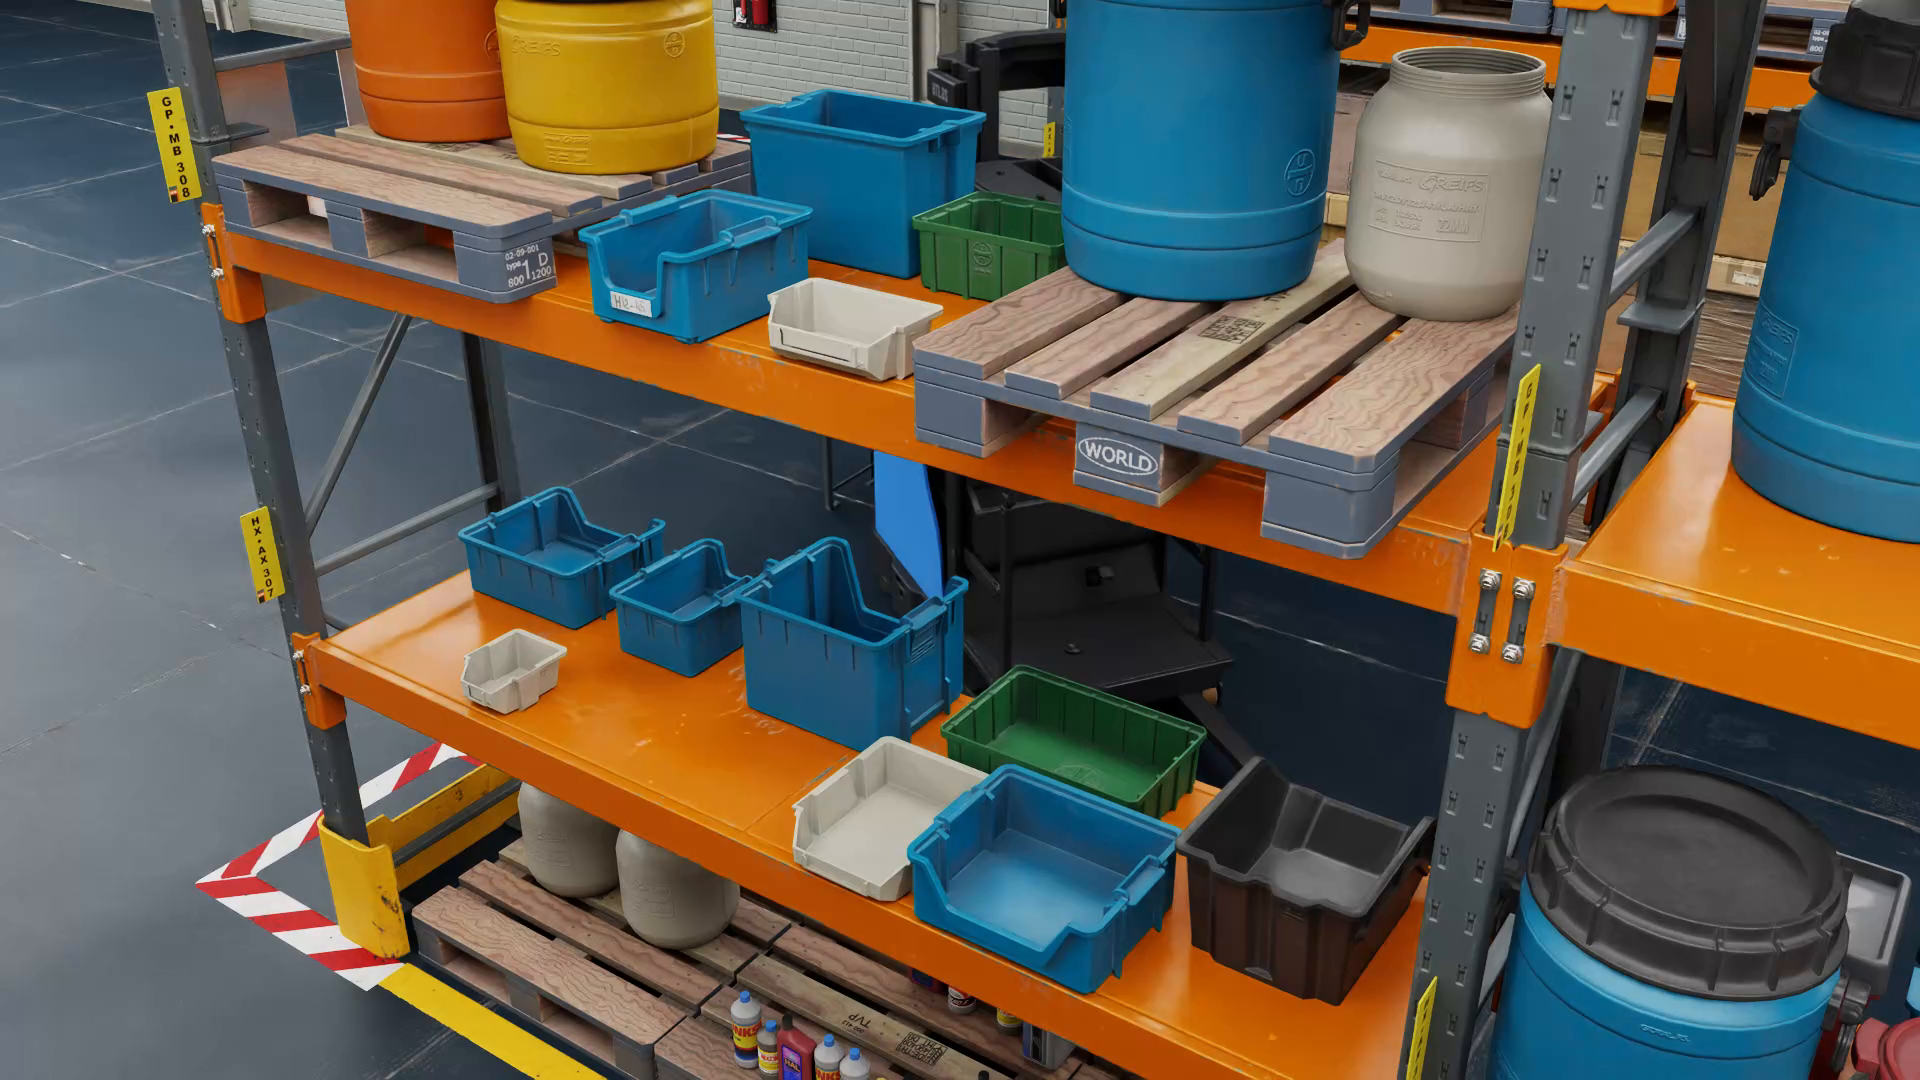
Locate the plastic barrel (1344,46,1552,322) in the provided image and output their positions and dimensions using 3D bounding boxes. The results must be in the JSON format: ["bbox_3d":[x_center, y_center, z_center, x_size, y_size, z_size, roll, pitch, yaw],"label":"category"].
[{"bbox_3d":[1.048,-0.760,3.543,0.421,0.512,0.421,0,27,0],"label":"plastic barrel"}]

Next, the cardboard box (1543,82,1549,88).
[{"bbox_3d":[4.229,-3.644,12.420,0.500,0.500,0.500,17,32,30],"label":"cardboard box"}]

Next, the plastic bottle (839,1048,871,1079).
[{"bbox_3d":[-0.323,1.686,5.153,0.097,0.271,0.097,0,27,0],"label":"plastic bottle"}]

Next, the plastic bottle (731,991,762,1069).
[{"bbox_3d":[-0.688,1.572,5.376,0.097,0.271,0.097,0,27,0],"label":"plastic bottle"}]

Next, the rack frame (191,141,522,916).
[{"bbox_3d":[-2.006,-0.030,6.001,0.127,3.000,1.000,17,32,30],"label":"rack frame"}]

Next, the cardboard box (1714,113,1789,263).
[{"bbox_3d":[3.730,-1.588,7.522,0.500,0.500,0.700,17,32,31],"label":"cardboard box"}]

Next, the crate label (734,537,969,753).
[{"bbox_3d":[-0.335,0.326,5.263,0.616,0.435,0.502,17,32,30],"label":"crate label"}]

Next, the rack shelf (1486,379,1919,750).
[{"bbox_3d":[2.940,0.495,2.456,4.000,0.370,1.077,17,32,30],"label":"rack shelf"}]

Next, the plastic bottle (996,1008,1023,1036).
[{"bbox_3d":[0.169,1.537,5.523,0.097,0.201,0.097,0,27,0],"label":"plastic bottle"}]

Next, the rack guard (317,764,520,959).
[{"bbox_3d":[-1.916,1.086,6.564,0.348,0.500,1.175,17,32,30],"label":"rack guard"}]

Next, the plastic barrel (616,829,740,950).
[{"bbox_3d":[-1.007,1.161,5.941,0.421,0.512,0.421,0,27,0],"label":"plastic barrel"}]

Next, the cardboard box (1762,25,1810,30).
[{"bbox_3d":[5.799,-3.446,12.030,0.500,0.500,0.500,18,32,32],"label":"cardboard box"}]

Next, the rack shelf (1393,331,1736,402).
[{"bbox_3d":[2.450,-1.046,8.792,4.000,0.370,1.077,17,32,30],"label":"rack shelf"}]

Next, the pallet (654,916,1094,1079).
[{"bbox_3d":[-0.248,1.739,5.600,1.213,0.211,1.003,17,32,30],"label":"pallet"}]

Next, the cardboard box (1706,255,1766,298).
[{"bbox_3d":[3.551,-1.241,7.556,0.250,0.149,0.380,17,31,29],"label":"cardboard box"}]

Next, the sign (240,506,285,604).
[{"bbox_3d":[-2.321,0.051,5.536,0.005,0.325,0.100,17,32,30],"label":"sign"}]

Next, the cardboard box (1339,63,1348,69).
[{"bbox_3d":[1.660,-2.232,8.788,0.500,0.500,0.700,16,31,29],"label":"cardboard box"}]

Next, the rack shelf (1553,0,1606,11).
[{"bbox_3d":[-0.357,-1.691,3.885,4.000,0.370,1.077,17,32,30],"label":"rack shelf"}]

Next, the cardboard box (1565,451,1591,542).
[{"bbox_3d":[3.188,-0.320,8.312,0.500,0.500,0.500,17,32,30],"label":"cardboard box"}]

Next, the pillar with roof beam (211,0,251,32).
[{"bbox_3d":[-12.604,-9.564,18.121,0.400,9.000,9.100,17,32,30],"label":"pillar with roof beam"}]

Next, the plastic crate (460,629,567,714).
[{"bbox_3d":[-1.450,0.438,5.373,0.250,0.136,0.298,17,32,30],"label":"plastic crate"}]

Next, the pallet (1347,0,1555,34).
[{"bbox_3d":[2.380,-2.674,7.987,1.213,0.211,1.003,17,32,30],"label":"pallet"}]

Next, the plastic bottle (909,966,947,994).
[{"bbox_3d":[-0.111,1.407,5.687,0.133,0.283,0.061,17,32,30],"label":"plastic bottle"}]

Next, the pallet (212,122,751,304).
[{"bbox_3d":[-1.379,-1.033,4.874,1.213,0.211,1.003,17,32,30],"label":"pallet"}]

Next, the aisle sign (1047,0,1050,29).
[{"bbox_3d":[0.574,-2.942,8.857,0.004,0.787,0.394,17,32,30],"label":"aisle sign"}]

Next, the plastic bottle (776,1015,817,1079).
[{"bbox_3d":[-0.511,1.632,5.246,0.133,0.283,0.061,18,32,31],"label":"plastic bottle"}]

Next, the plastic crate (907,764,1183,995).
[{"bbox_3d":[0.226,0.881,4.376,0.616,0.251,0.499,17,32,30],"label":"plastic crate"}]

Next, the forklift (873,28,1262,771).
[{"bbox_3d":[0.557,-0.566,7.130,1.130,2.935,3.031,-10,29,-19],"label":"forklift"}]

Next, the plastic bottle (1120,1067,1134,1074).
[{"bbox_3d":[0.563,1.583,5.356,0.097,0.271,0.097,0,27,0],"label":"plastic bottle"}]

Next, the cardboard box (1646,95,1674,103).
[{"bbox_3d":[5.083,-3.381,11.903,0.500,0.500,0.500,18,32,32],"label":"cardboard box"}]

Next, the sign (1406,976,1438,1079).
[{"bbox_3d":[0.971,1.077,3.521,0.005,0.325,0.100,17,32,30],"label":"sign"}]

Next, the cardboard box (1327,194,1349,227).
[{"bbox_3d":[2.066,-1.703,8.464,0.250,0.149,0.380,17,31,30],"label":"cardboard box"}]

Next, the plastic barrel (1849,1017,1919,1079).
[{"bbox_3d":[1.956,1.265,3.308,0.433,0.535,0.433,0,27,0],"label":"plastic barrel"}]

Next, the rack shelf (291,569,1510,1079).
[{"bbox_3d":[-0.357,0.804,5.155,4.000,0.370,1.077,17,32,30],"label":"rack shelf"}]

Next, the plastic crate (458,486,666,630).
[{"bbox_3d":[-1.424,0.053,6.002,0.616,0.251,0.499,17,32,30],"label":"plastic crate"}]

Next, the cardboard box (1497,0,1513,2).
[{"bbox_3d":[4.112,-3.968,13.057,0.500,0.500,0.500,17,31,30],"label":"cardboard box"}]

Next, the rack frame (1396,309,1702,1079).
[{"bbox_3d":[1.292,0.997,3.983,0.127,3.000,1.000,17,32,30],"label":"rack frame"}]

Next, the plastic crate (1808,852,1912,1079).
[{"bbox_3d":[1.864,0.979,3.949,0.583,0.464,0.402,17,32,30],"label":"plastic crate"}]

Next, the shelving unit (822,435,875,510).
[{"bbox_3d":[-0.203,-0.816,9.200,1.048,1.500,0.538,16,31,28],"label":"shelving unit"}]

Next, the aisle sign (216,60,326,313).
[{"bbox_3d":[-2.231,-1.097,5.233,0.004,0.787,0.394,17,32,30],"label":"aisle sign"}]

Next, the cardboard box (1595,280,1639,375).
[{"bbox_3d":[3.291,-1.143,8.078,0.500,0.500,0.700,17,32,30],"label":"cardboard box"}]

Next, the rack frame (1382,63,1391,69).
[{"bbox_3d":[3.603,-3.734,13.279,0.127,3.000,1.000,17,32,30],"label":"rack frame"}]

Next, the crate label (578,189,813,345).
[{"bbox_3d":[-0.650,-0.696,4.167,0.408,0.251,0.502,17,32,30],"label":"crate label"}]

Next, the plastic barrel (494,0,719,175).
[{"bbox_3d":[-0.994,-1.392,4.701,0.600,0.588,0.600,0,27,0],"label":"plastic barrel"}]

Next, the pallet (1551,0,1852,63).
[{"bbox_3d":[3.381,-2.360,7.371,1.213,0.211,1.003,17,32,30],"label":"pallet"}]

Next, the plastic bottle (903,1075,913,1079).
[{"bbox_3d":[-0.156,1.738,5.051,0.097,0.271,0.097,0,27,0],"label":"plastic bottle"}]

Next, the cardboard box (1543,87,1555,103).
[{"bbox_3d":[2.900,-1.846,8.029,0.500,0.500,0.700,17,32,30],"label":"cardboard box"}]

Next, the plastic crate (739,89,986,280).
[{"bbox_3d":[-0.263,-0.982,4.583,0.575,0.384,0.392,17,32,30],"label":"plastic crate"}]

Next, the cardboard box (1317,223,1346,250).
[{"bbox_3d":[2.021,-1.538,8.854,0.500,0.500,0.700,18,32,31],"label":"cardboard box"}]
